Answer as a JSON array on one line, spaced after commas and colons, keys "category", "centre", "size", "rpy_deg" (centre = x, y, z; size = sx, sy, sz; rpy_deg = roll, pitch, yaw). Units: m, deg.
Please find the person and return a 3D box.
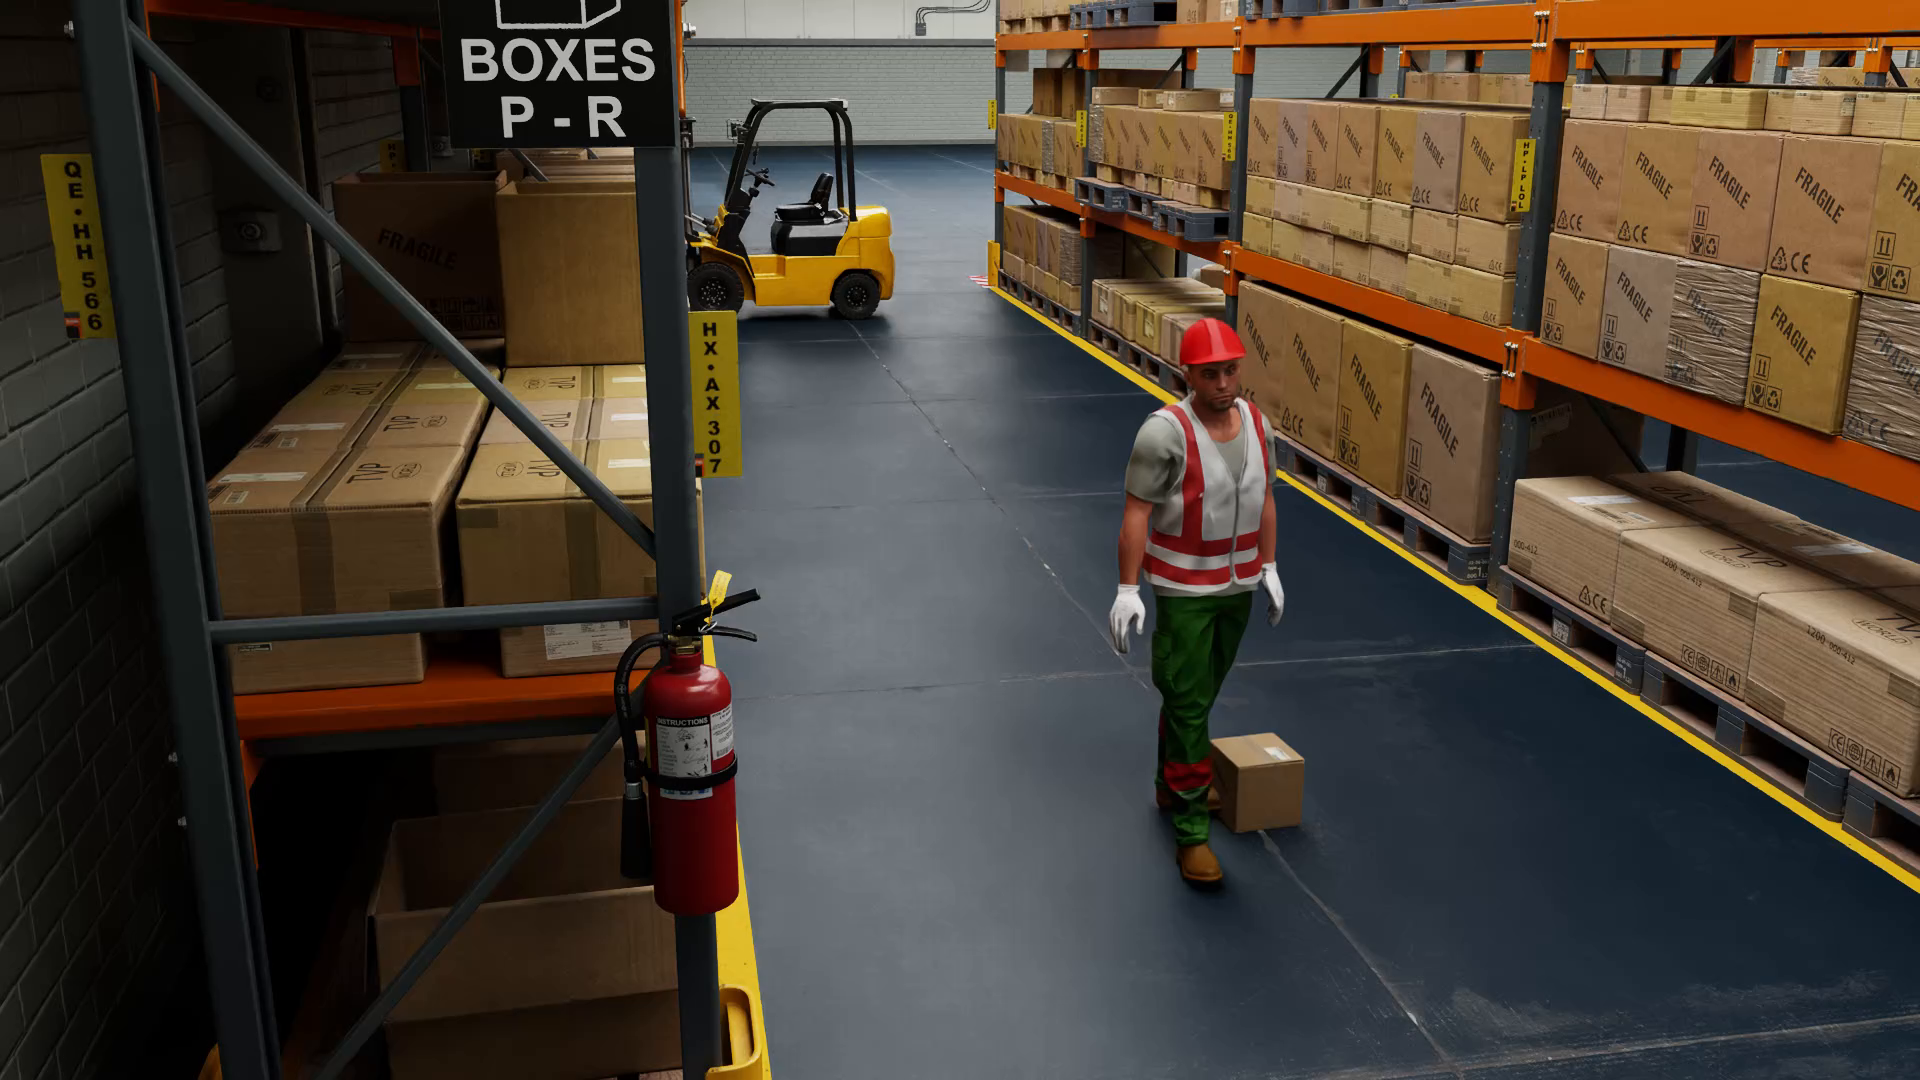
[{"category": "person", "centre": [0.784, 0.175, 5.376], "size": [0.649, 1.790, 0.639], "rpy_deg": [-10, 19, -31]}]
